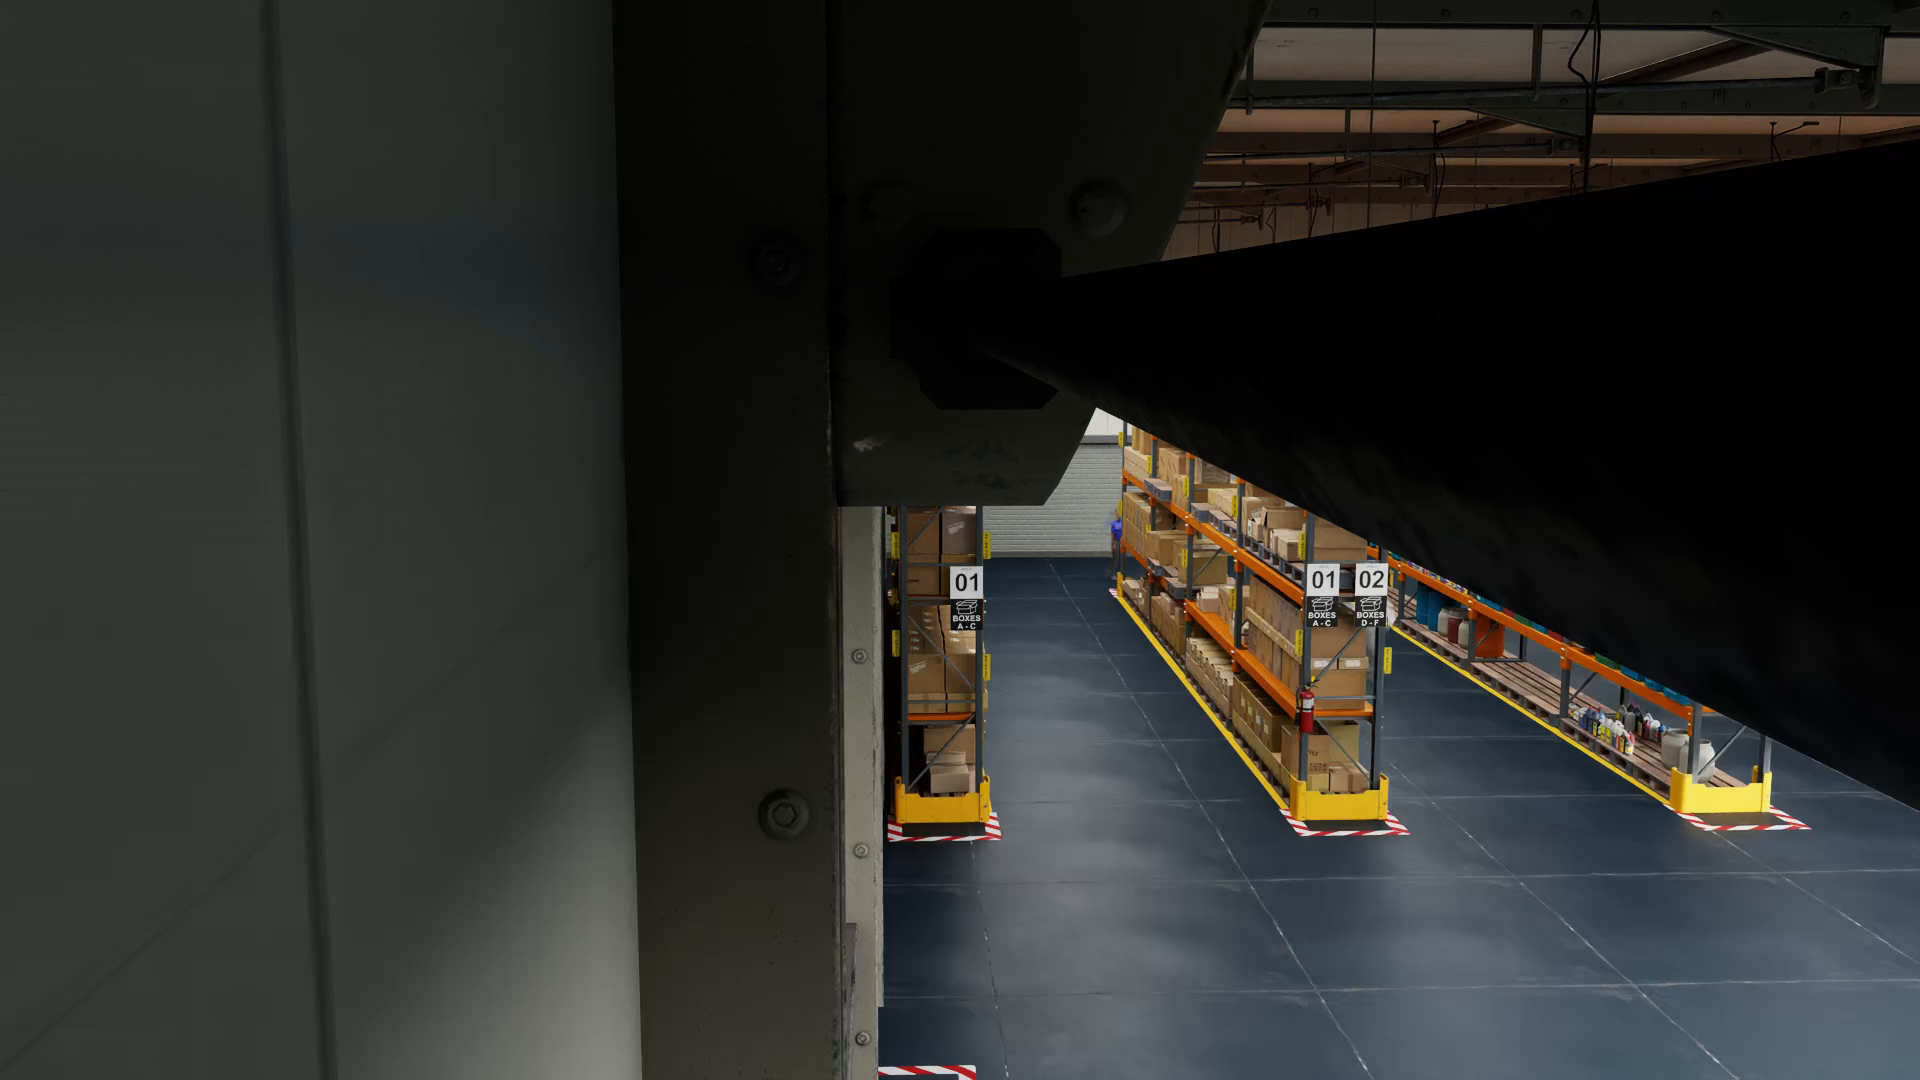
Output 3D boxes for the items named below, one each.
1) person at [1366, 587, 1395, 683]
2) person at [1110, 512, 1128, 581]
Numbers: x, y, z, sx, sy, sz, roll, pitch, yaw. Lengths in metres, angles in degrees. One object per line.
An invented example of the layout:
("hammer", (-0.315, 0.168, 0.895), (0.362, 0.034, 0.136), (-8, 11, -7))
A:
("person", (7.151, 1.545, 28.400), (0.492, 1.676, 0.948), (0, 8, 0))
("person", (3.714, 0.134, 38.403), (0.475, 1.674, 0.498), (-4, 9, -24))
